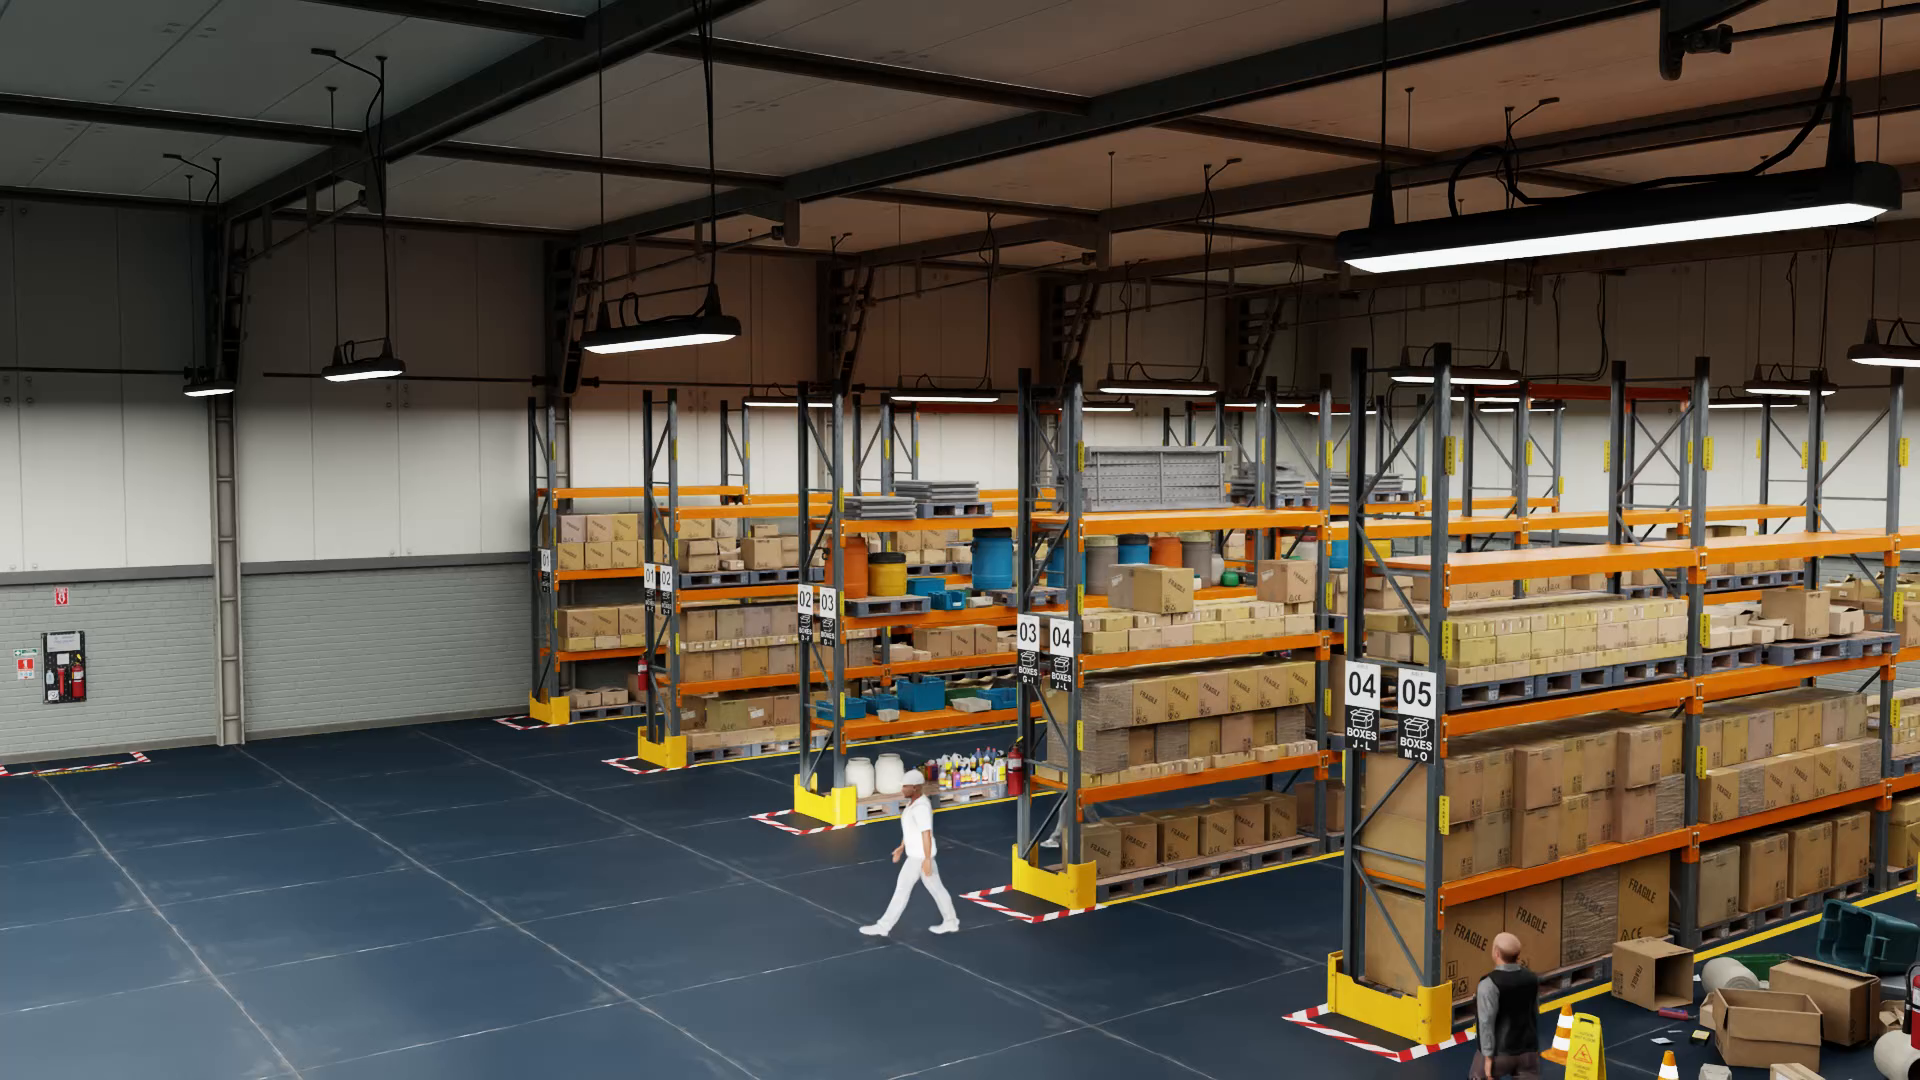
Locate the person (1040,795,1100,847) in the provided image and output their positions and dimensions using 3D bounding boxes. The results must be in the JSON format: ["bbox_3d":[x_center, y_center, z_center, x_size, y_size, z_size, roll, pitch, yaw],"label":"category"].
[{"bbox_3d":[1.447,3.139,21.027,0.903,1.521,0.432,-1,4,-23],"label":"person"}]

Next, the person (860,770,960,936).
[{"bbox_3d":[-0.517,3.252,17.324,1.029,1.711,0.595,0,3,2],"label":"person"}]

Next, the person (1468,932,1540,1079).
[{"bbox_3d":[3.873,3.624,11.813,0.545,1.673,1.070,-1,4,-19],"label":"person"}]
